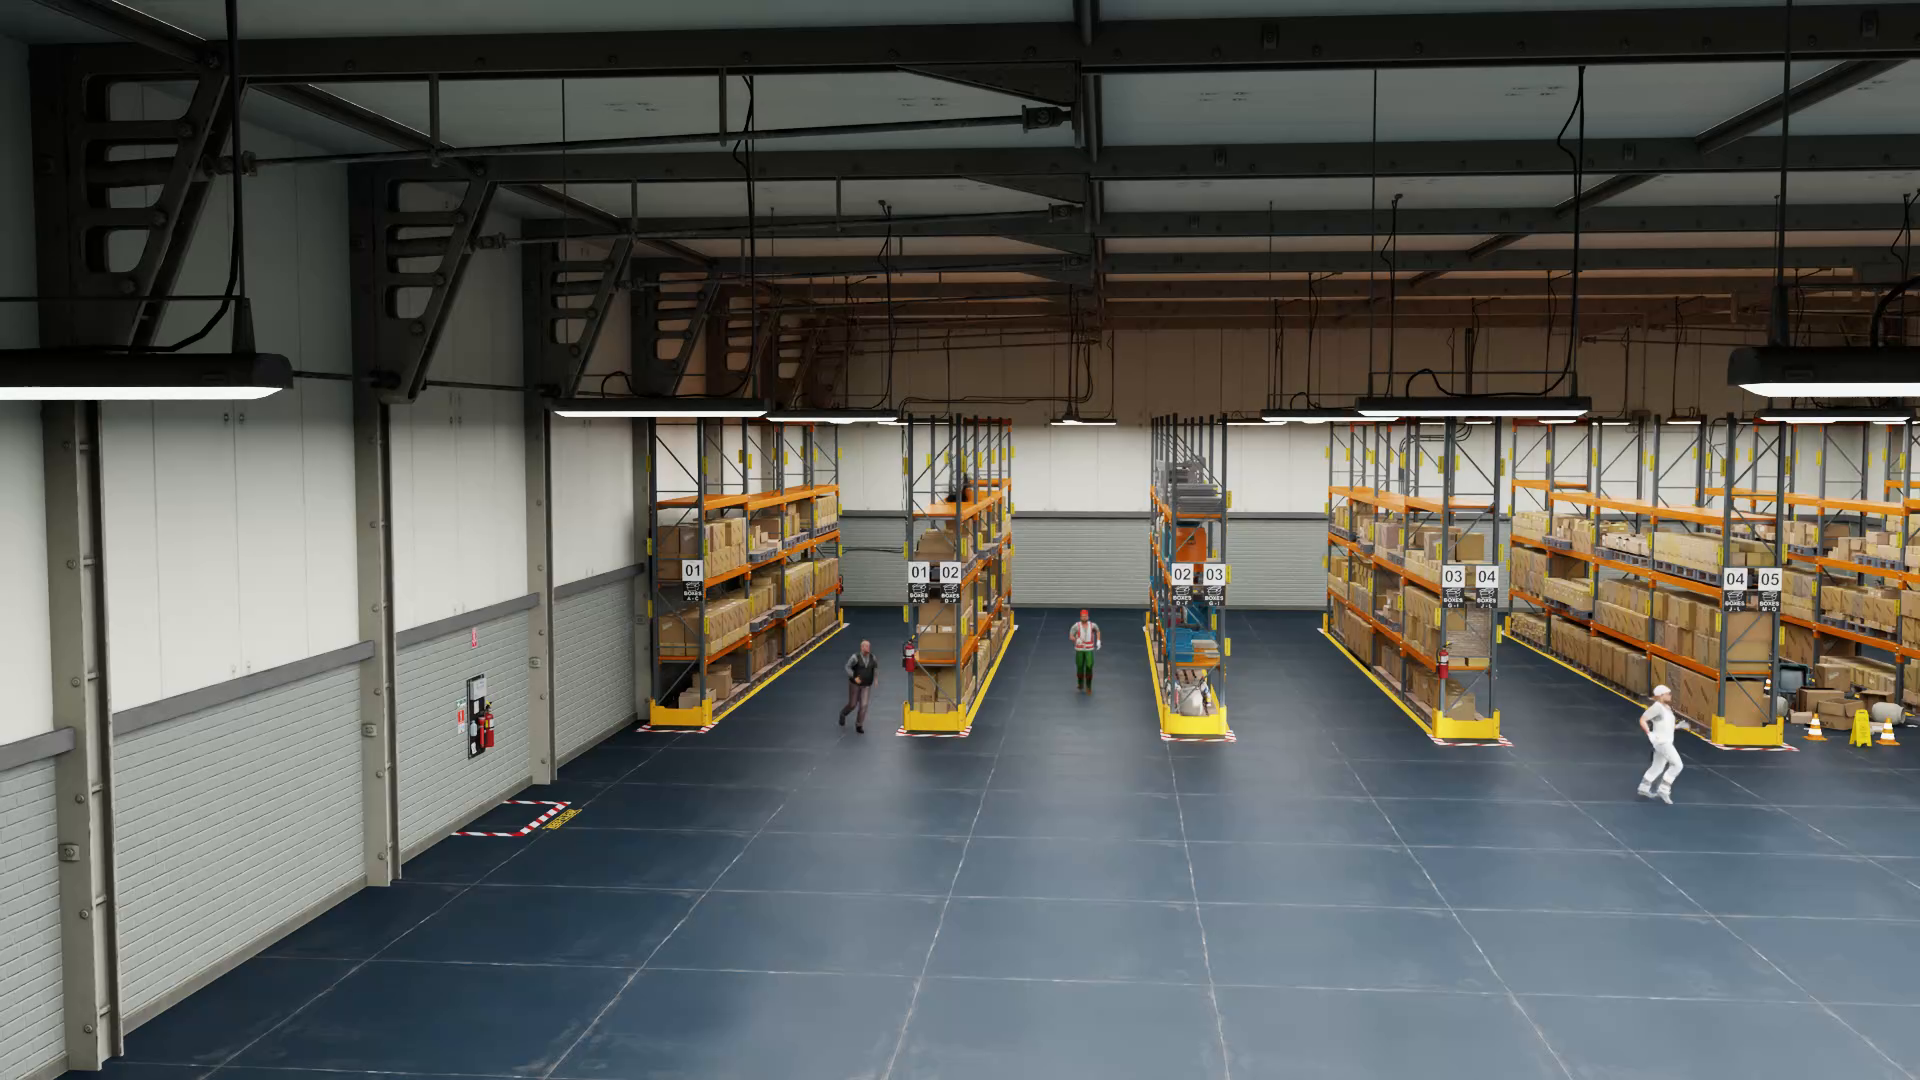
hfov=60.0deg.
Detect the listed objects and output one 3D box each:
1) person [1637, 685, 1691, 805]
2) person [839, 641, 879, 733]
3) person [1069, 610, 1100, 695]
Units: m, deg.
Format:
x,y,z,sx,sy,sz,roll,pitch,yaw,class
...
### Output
x,y,z,sx,sy,sz,roll,pitch,yaw,class
10.738,3.121,25.374,0.735,1.817,0.641,2,5,32,person
-1.854,2.757,31.533,0.738,1.700,0.827,-2,4,-25,person
2.698,2.428,35.915,0.680,1.864,0.770,0,4,1,person
